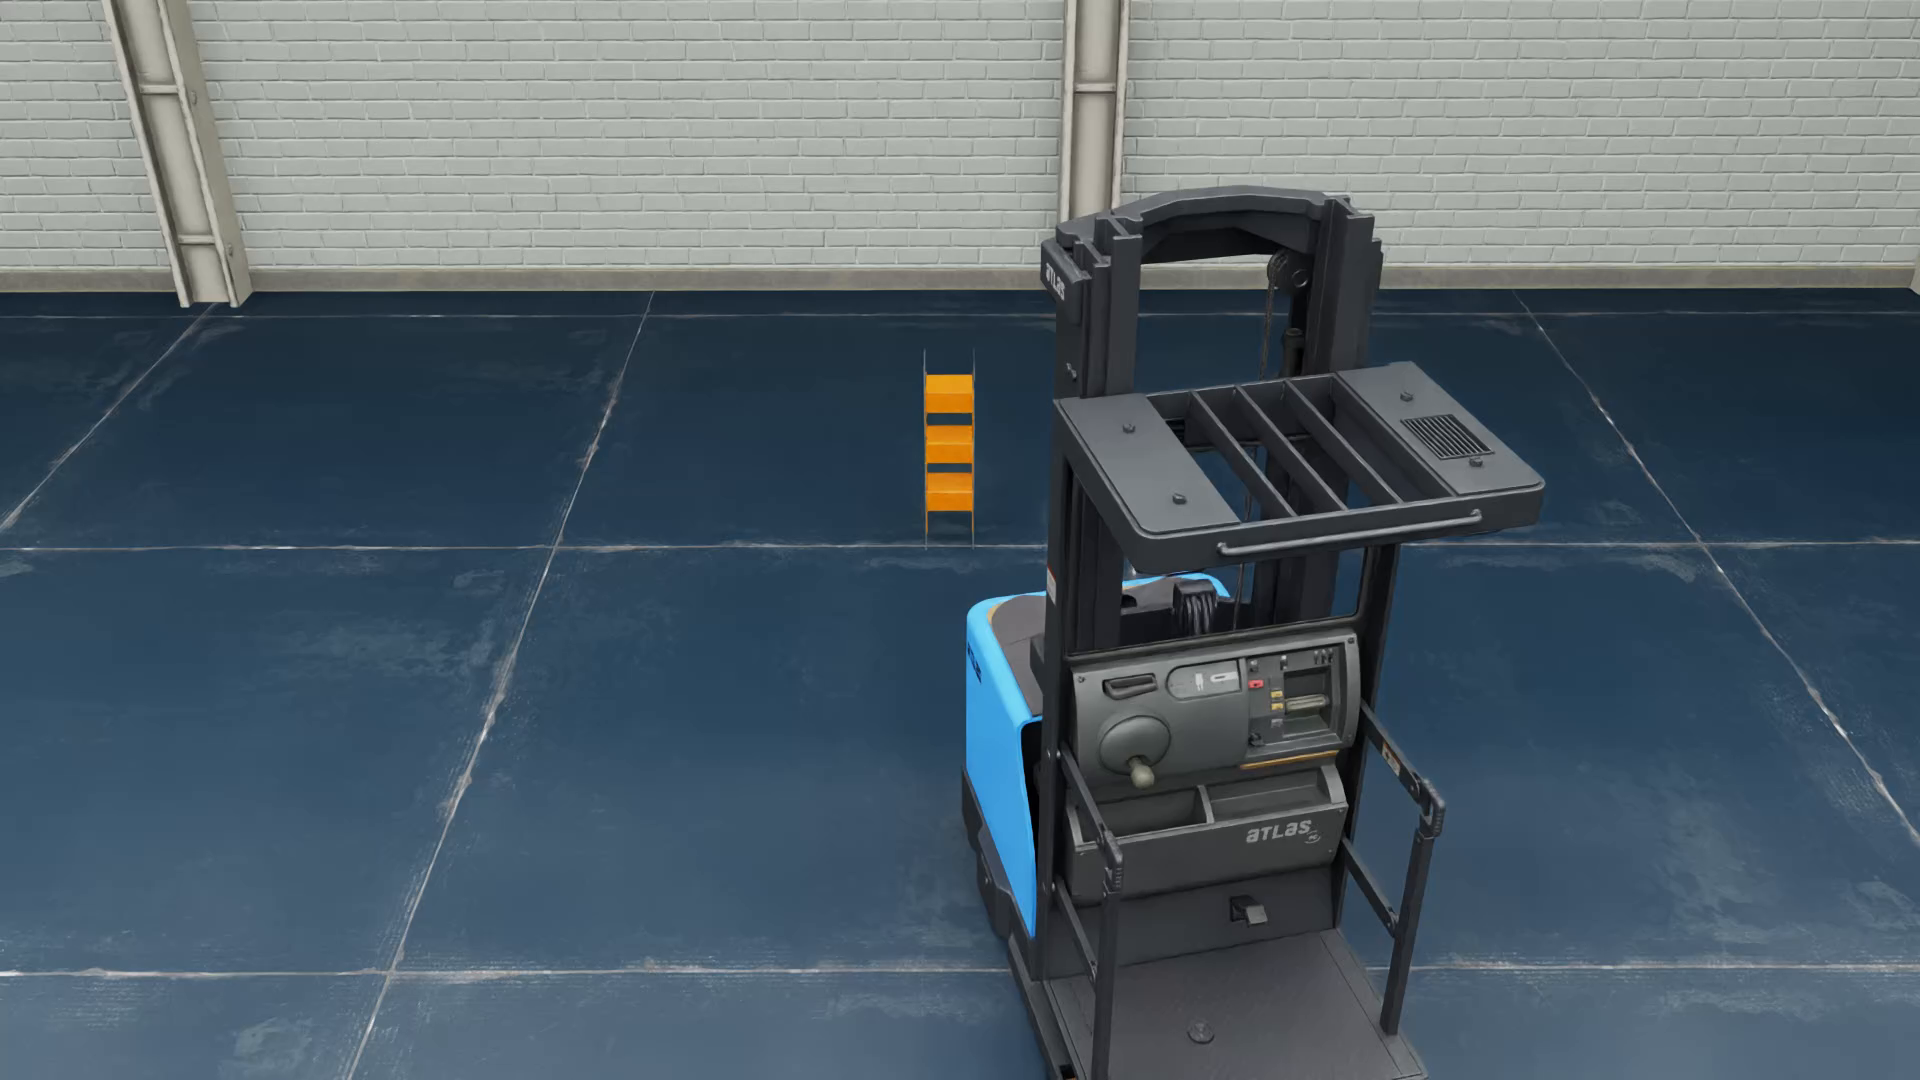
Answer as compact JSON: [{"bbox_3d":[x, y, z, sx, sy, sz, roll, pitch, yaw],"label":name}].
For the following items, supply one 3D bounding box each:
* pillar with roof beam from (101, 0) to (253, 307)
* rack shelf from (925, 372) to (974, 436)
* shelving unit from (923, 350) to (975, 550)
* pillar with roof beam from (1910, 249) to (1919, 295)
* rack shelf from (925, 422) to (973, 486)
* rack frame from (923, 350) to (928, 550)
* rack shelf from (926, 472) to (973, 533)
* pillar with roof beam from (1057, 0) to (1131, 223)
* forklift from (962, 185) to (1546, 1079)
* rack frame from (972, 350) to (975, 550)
[{"bbox_3d":[-5.109,-3.287,5.492,0.400,9.000,9.100,0,31,0],"label":"pillar with roof beam"},{"bbox_3d":[-0.054,-0.682,8.336,0.240,0.259,0.215,0,31,0],"label":"rack shelf"},{"bbox_3d":[-0.054,-0.449,8.477,0.252,1.050,0.215,0,31,0],"label":"shelving unit"},{"bbox_3d":[6.891,-3.324,5.554,0.400,9.000,9.100,0,31,0],"label":"pillar with roof beam"},{"bbox_3d":[-0.054,-0.440,8.483,0.240,0.259,0.215,0,31,0],"label":"rack shelf"},{"bbox_3d":[-0.176,-0.448,8.477,0.008,1.050,0.200,0,31,0],"label":"rack frame"},{"bbox_3d":[-0.054,-0.202,8.627,0.240,0.259,0.215,0,31,0],"label":"rack shelf"},{"bbox_3d":[0.891,-3.306,5.523,0.400,9.000,9.100,0,31,0],"label":"pillar with roof beam"},{"bbox_3d":[0.853,0.577,4.973,1.130,2.935,3.031,-7,32,-12],"label":"forklift"},{"bbox_3d":[0.068,-0.449,8.478,0.008,1.050,0.200,0,31,0],"label":"rack frame"}]
